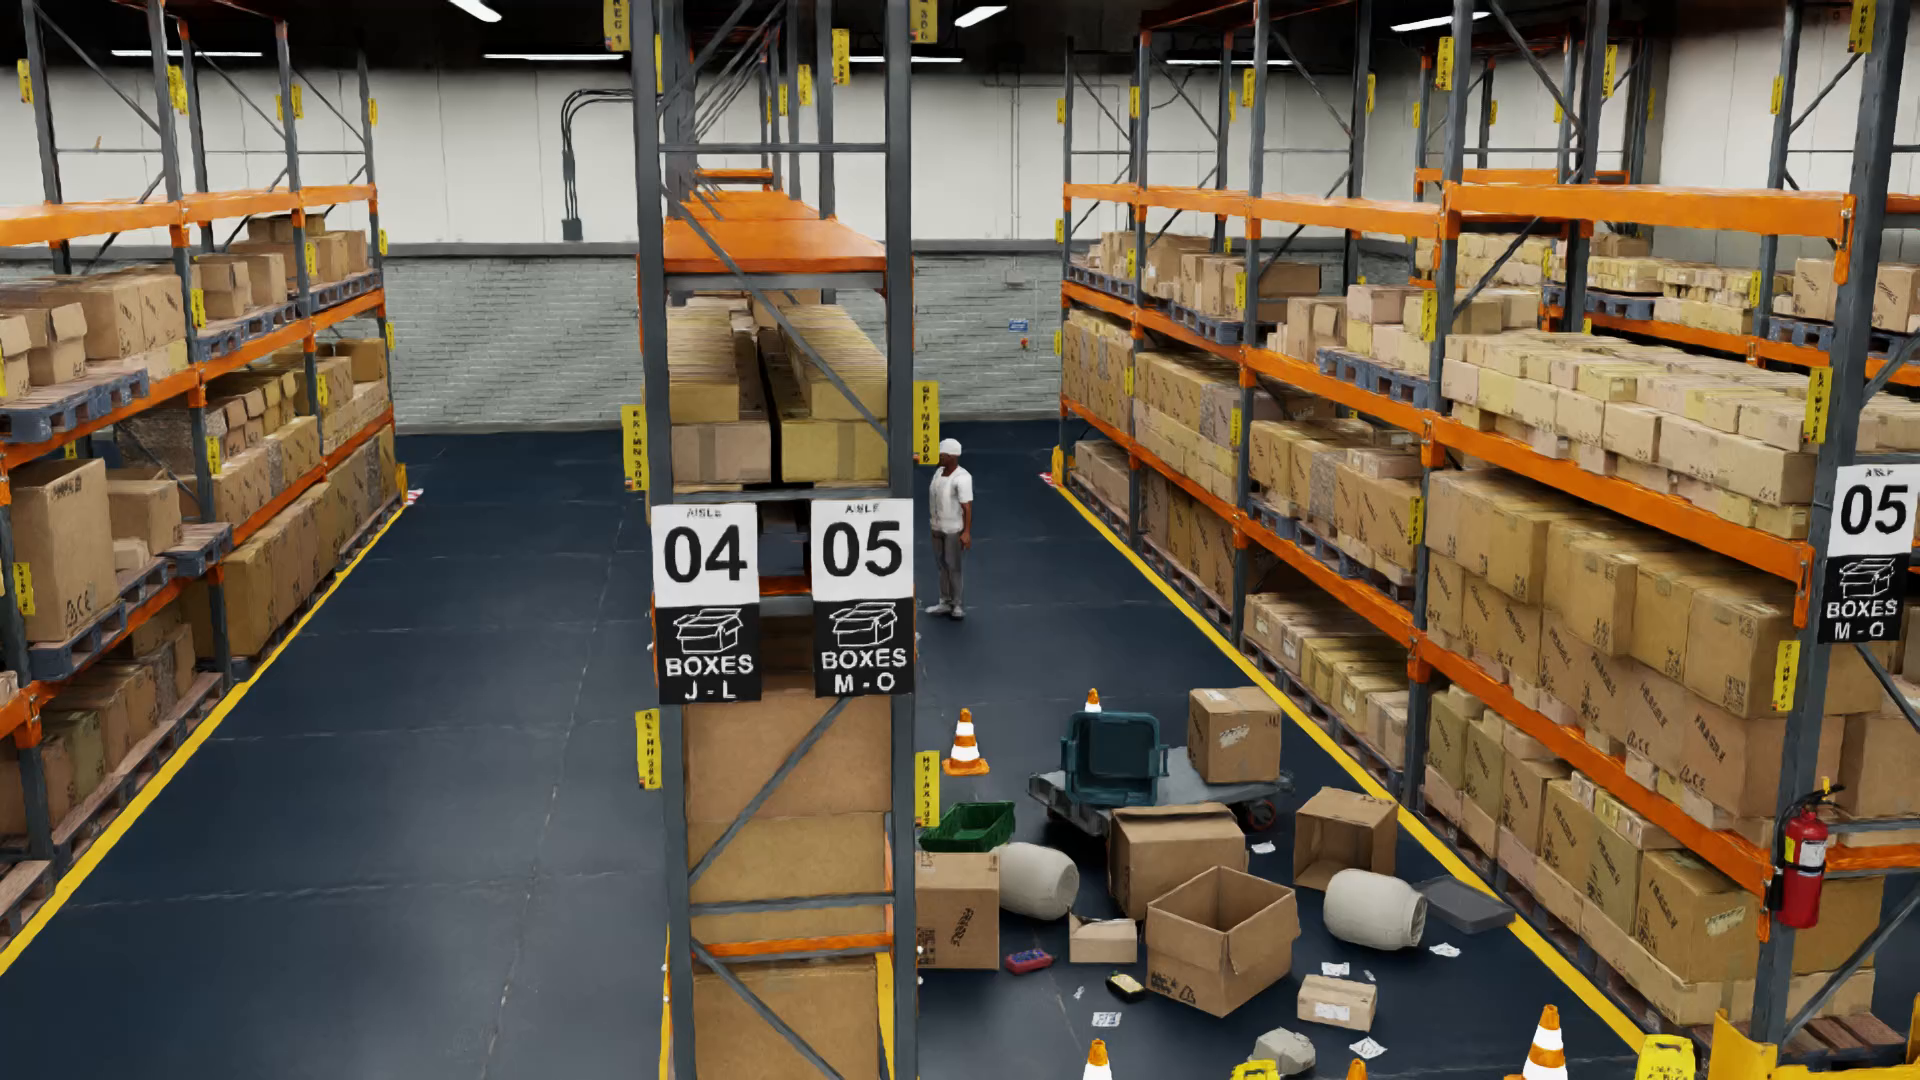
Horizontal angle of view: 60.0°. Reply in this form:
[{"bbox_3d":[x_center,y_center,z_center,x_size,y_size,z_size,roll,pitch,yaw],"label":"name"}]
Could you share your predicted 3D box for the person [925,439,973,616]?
[{"bbox_3d":[-0.089,-0.114,16.339,0.347,1.769,0.722,-9,16,-35],"label":"person"}]
